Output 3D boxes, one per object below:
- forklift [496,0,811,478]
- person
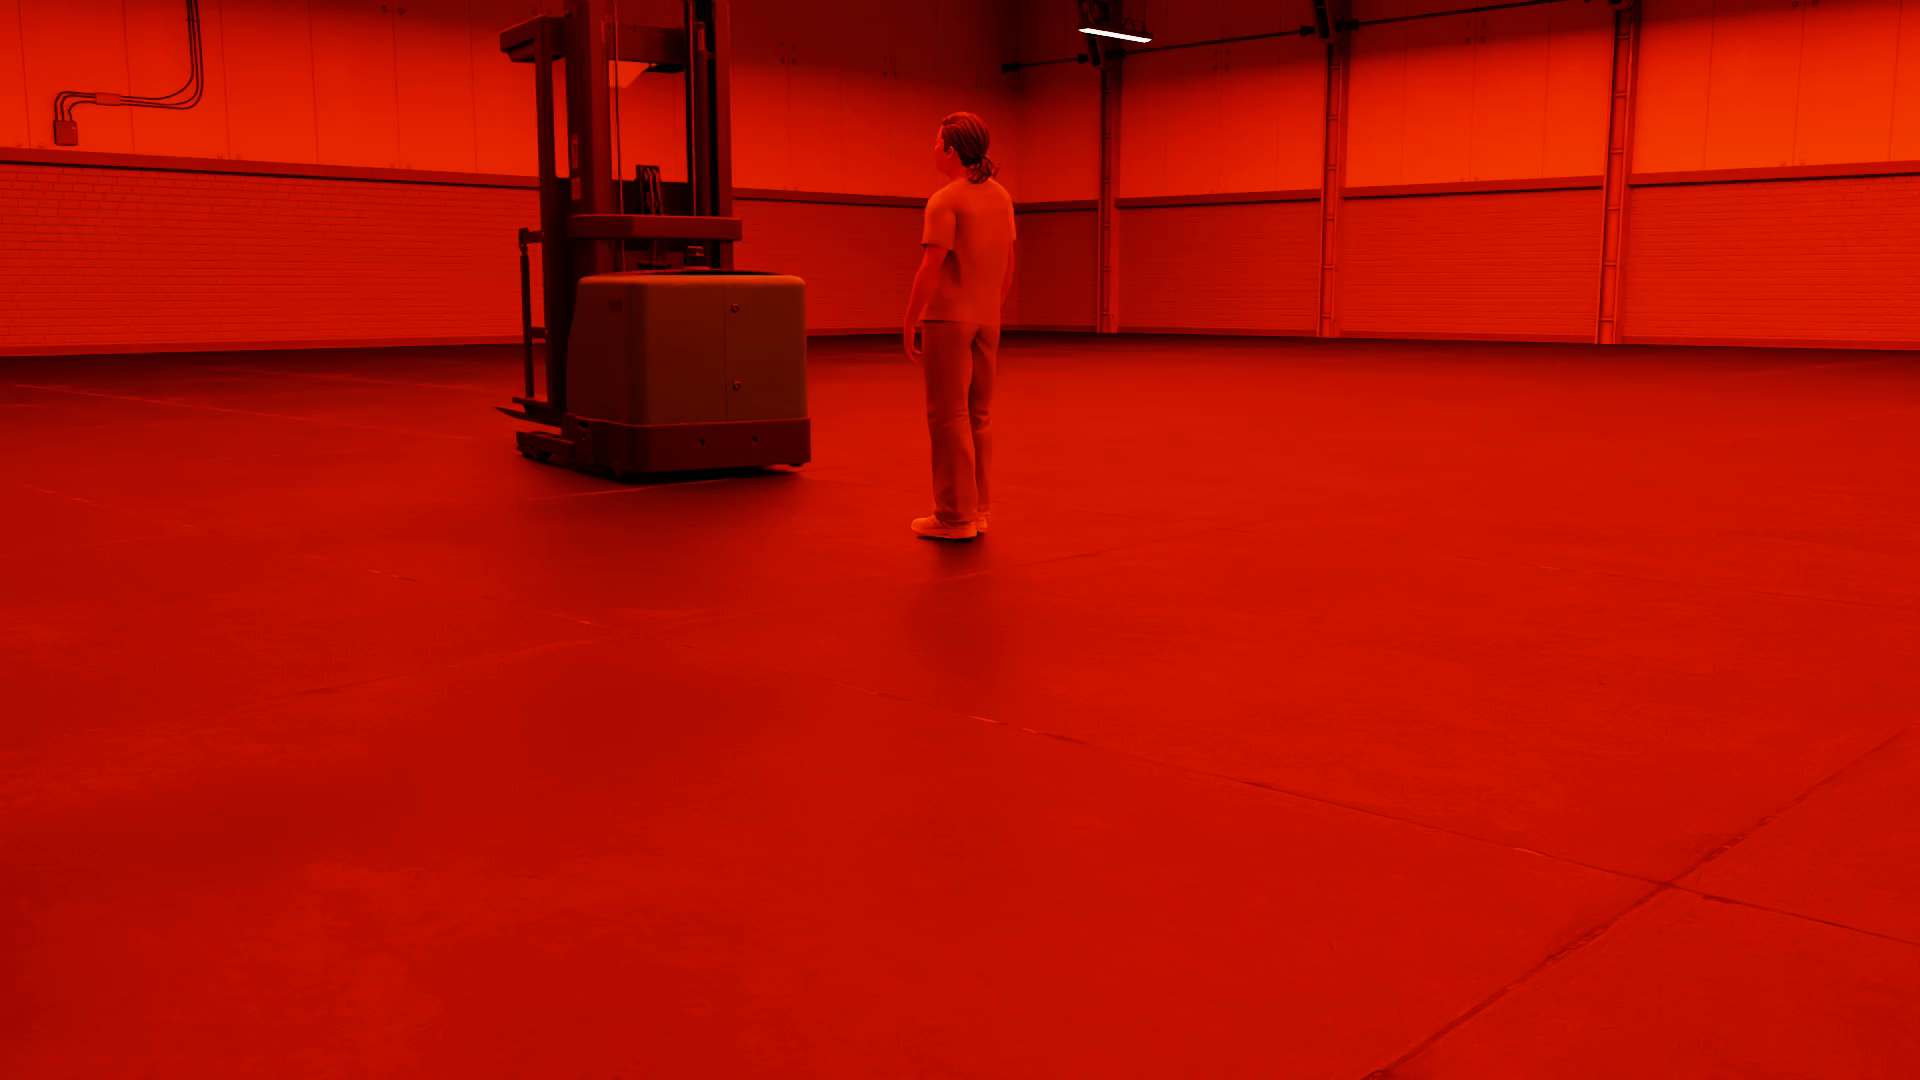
[{"bbox_3d":[-2.016,-1.951,9.831,1.130,2.935,3.031,-5,10,-31],"label":"forklift"},{"bbox_3d":[-0.044,-0.845,6.652,0.548,1.673,0.549,8,12,43],"label":"person"}]
